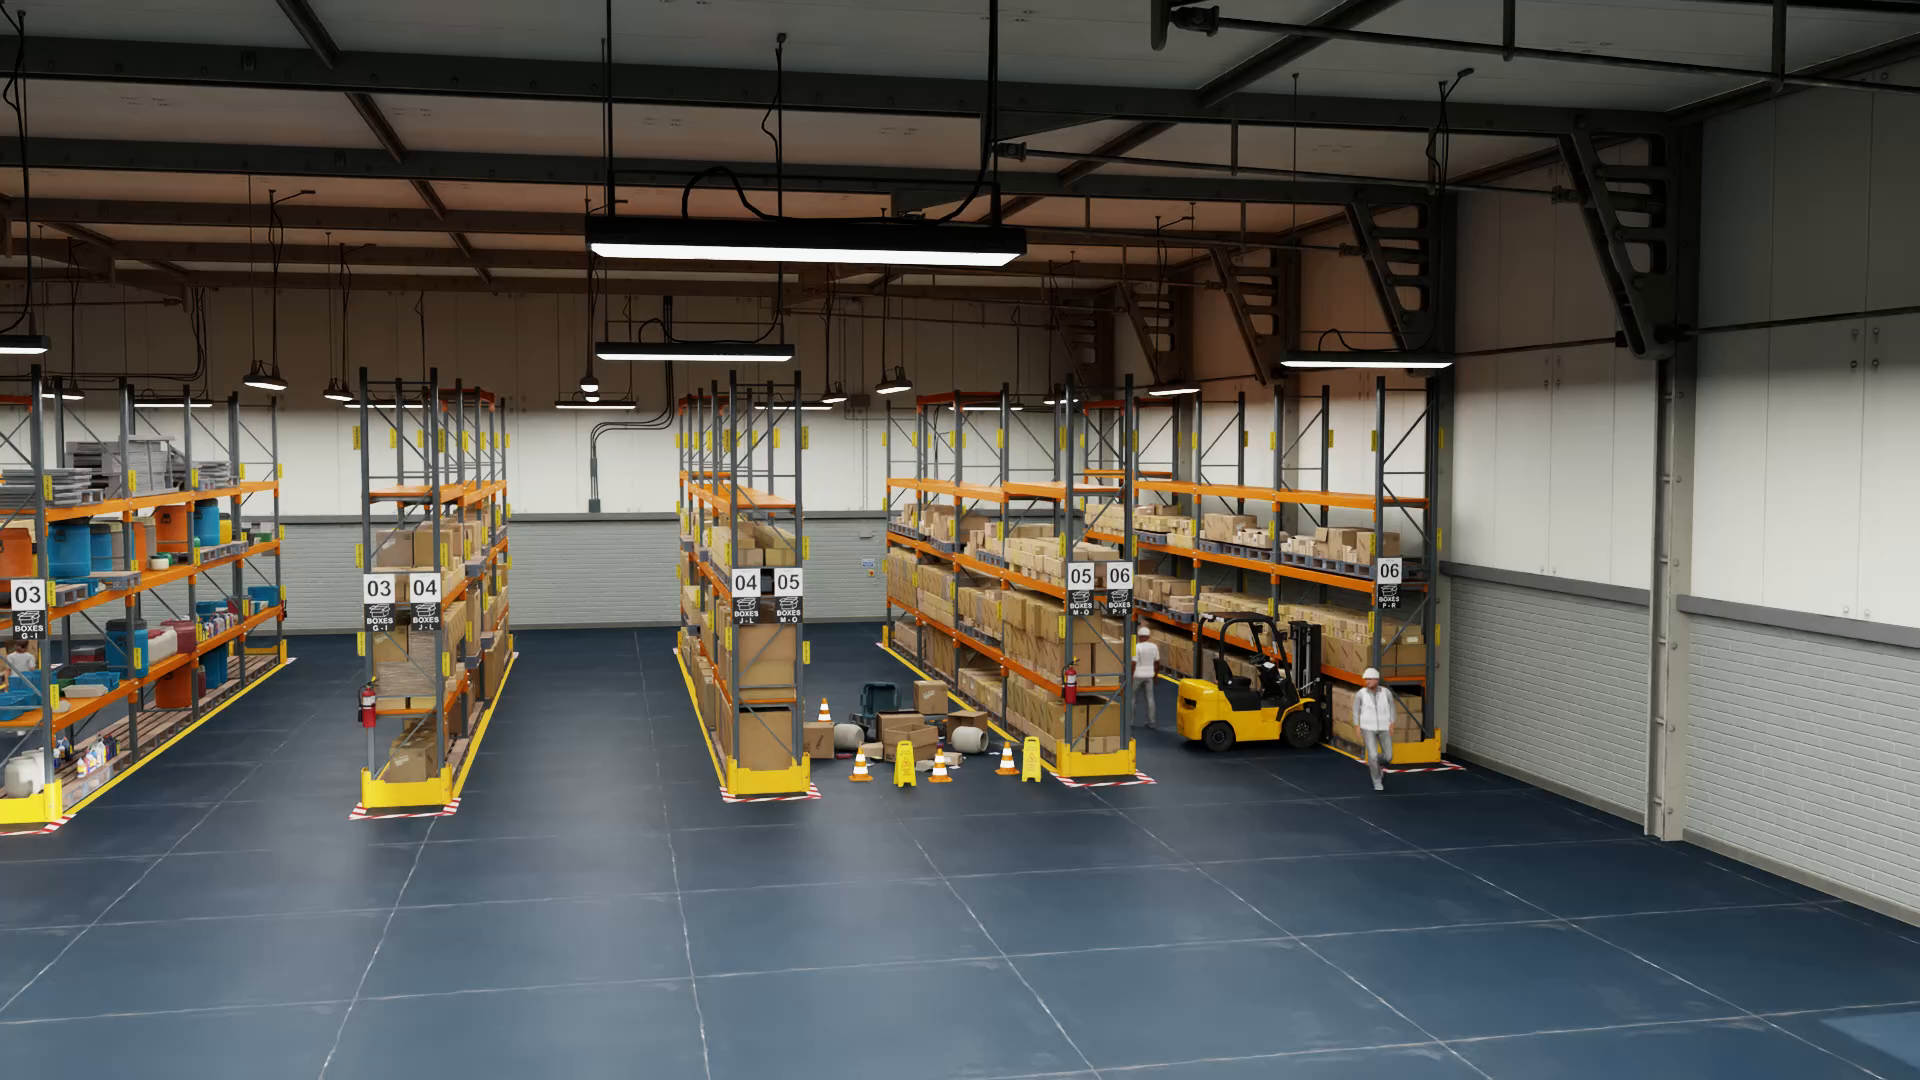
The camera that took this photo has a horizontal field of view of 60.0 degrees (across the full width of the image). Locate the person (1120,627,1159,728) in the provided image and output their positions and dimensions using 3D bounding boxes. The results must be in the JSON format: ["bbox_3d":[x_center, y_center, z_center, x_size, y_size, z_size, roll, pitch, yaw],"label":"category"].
[{"bbox_3d":[3.195,2.393,29.148,0.644,1.753,0.789,-1,4,-16],"label":"person"}]

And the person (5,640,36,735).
[{"bbox_3d":[-15.944,2.478,28.222,0.486,1.670,0.464,-1,4,-16],"label":"person"}]

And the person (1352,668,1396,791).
[{"bbox_3d":[5.984,2.708,24.026,0.597,1.748,0.630,0,3,1],"label":"person"}]
